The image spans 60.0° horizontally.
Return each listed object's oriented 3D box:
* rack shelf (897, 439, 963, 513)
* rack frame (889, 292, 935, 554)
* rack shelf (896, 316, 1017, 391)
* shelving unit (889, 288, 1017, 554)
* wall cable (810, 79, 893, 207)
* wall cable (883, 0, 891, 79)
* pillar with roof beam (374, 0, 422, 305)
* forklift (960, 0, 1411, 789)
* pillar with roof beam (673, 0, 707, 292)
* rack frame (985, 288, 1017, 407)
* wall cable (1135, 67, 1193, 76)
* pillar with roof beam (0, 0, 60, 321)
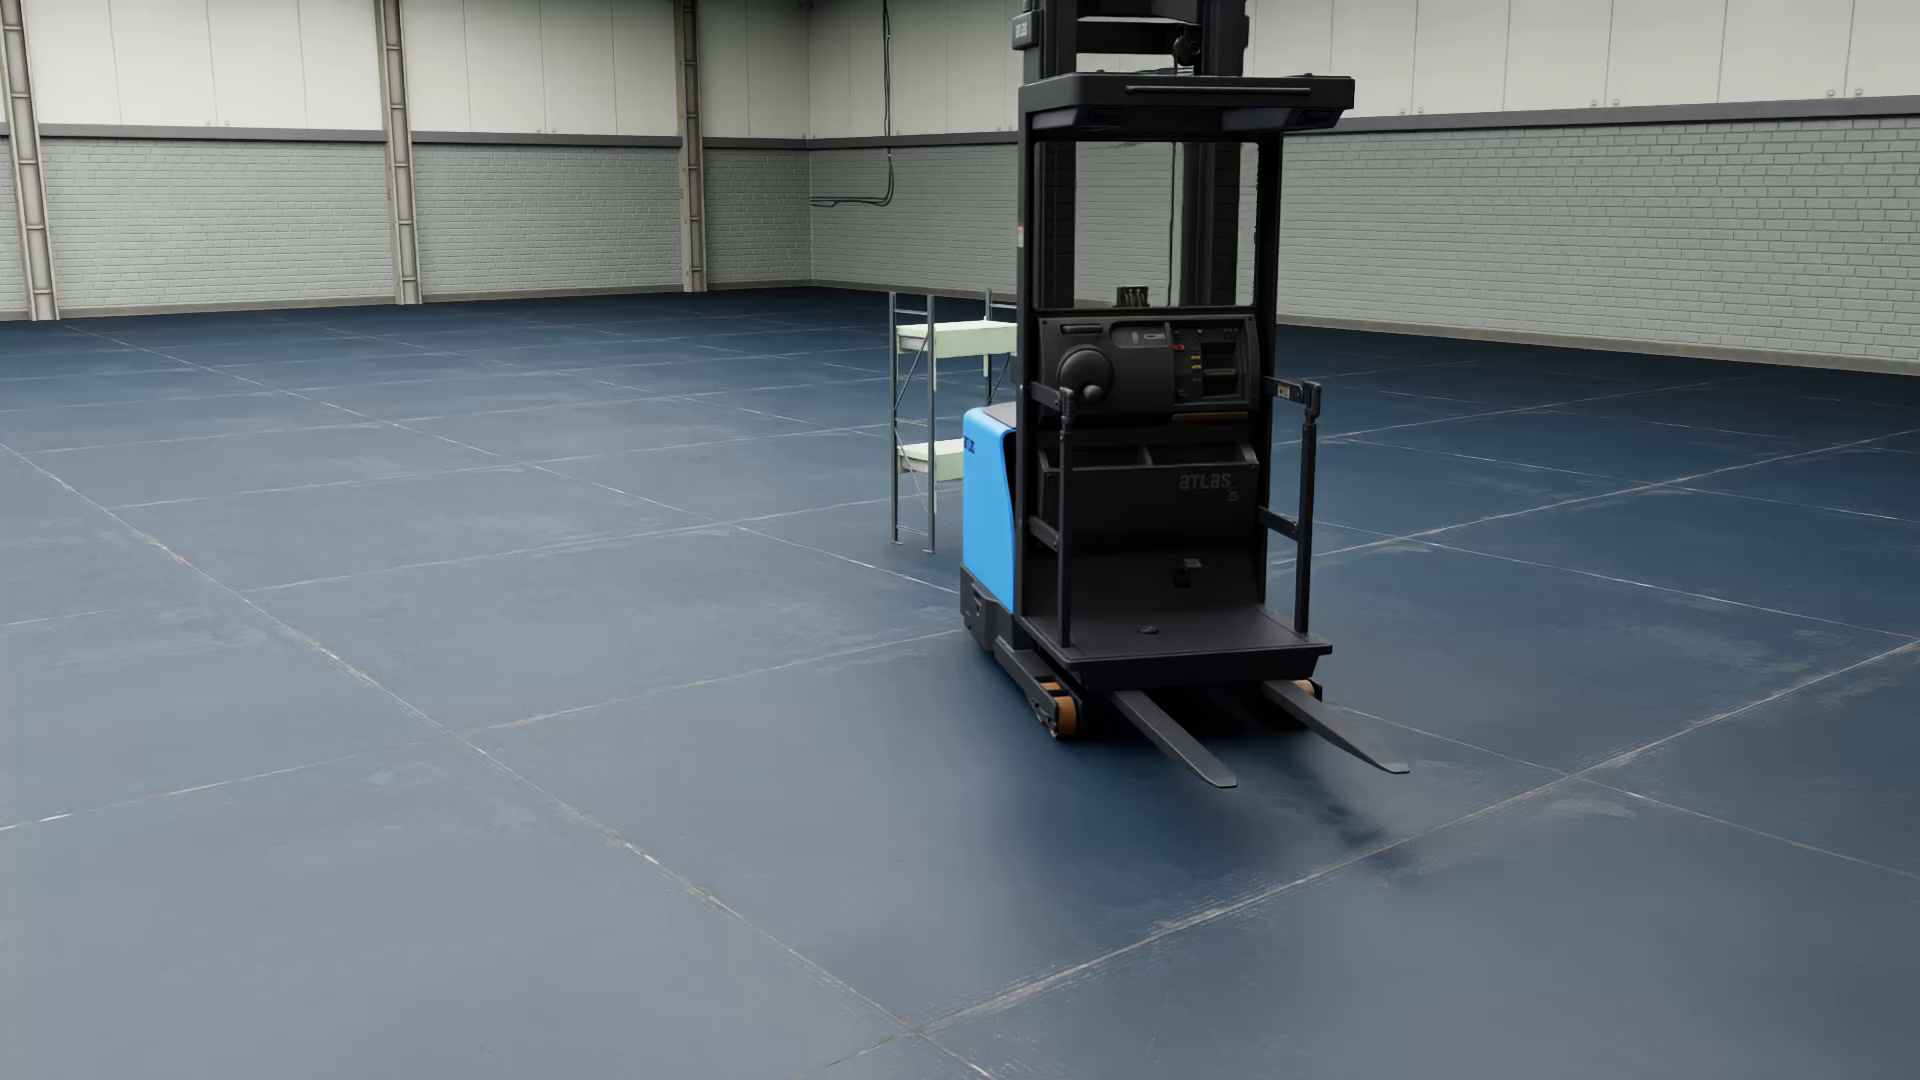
[{"bbox_3d":[0.005,-0.416,10.045,0.720,0.370,0.431,-9,15,-38],"label":"rack shelf"},{"bbox_3d":[-0.281,-0.687,9.753,0.023,1.500,0.400,-9,15,-38],"label":"rack frame"},{"bbox_3d":[0.005,-1.116,9.896,0.720,0.370,0.431,-9,15,-38],"label":"rack shelf"},{"bbox_3d":[0.005,-0.735,9.977,0.755,1.500,0.431,-9,15,-38],"label":"shelving unit"},{"bbox_3d":[-2.335,-8.177,34.448,0.112,2.526,3.097,-9,15,-38],"label":"wall cable"},{"bbox_3d":[-0.645,-10.209,31.857,0.112,2.526,3.097,-9,15,-38],"label":"wall cable"},{"bbox_3d":[-7.457,-8.051,26.380,0.400,9.000,9.100,-9,15,-38],"label":"pillar with roof beam"},{"bbox_3d":[0.825,-0.746,6.584,1.130,2.935,3.031,-3,12,-12],"label":"forklift"},{"bbox_3d":[-2.772,-8.830,30.047,0.400,9.000,9.100,-9,15,-38],"label":"pillar with roof beam"},{"bbox_3d":[0.291,-0.782,10.201,0.023,1.500,0.400,-9,15,-38],"label":"rack frame"},{"bbox_3d":[3.584,-9.817,26.511,0.169,6.003,2.305,-9,15,-38],"label":"wall cable"},{"bbox_3d":[-12.142,-7.273,22.714,0.400,9.000,9.100,-9,15,-38],"label":"pillar with roof beam"}]
